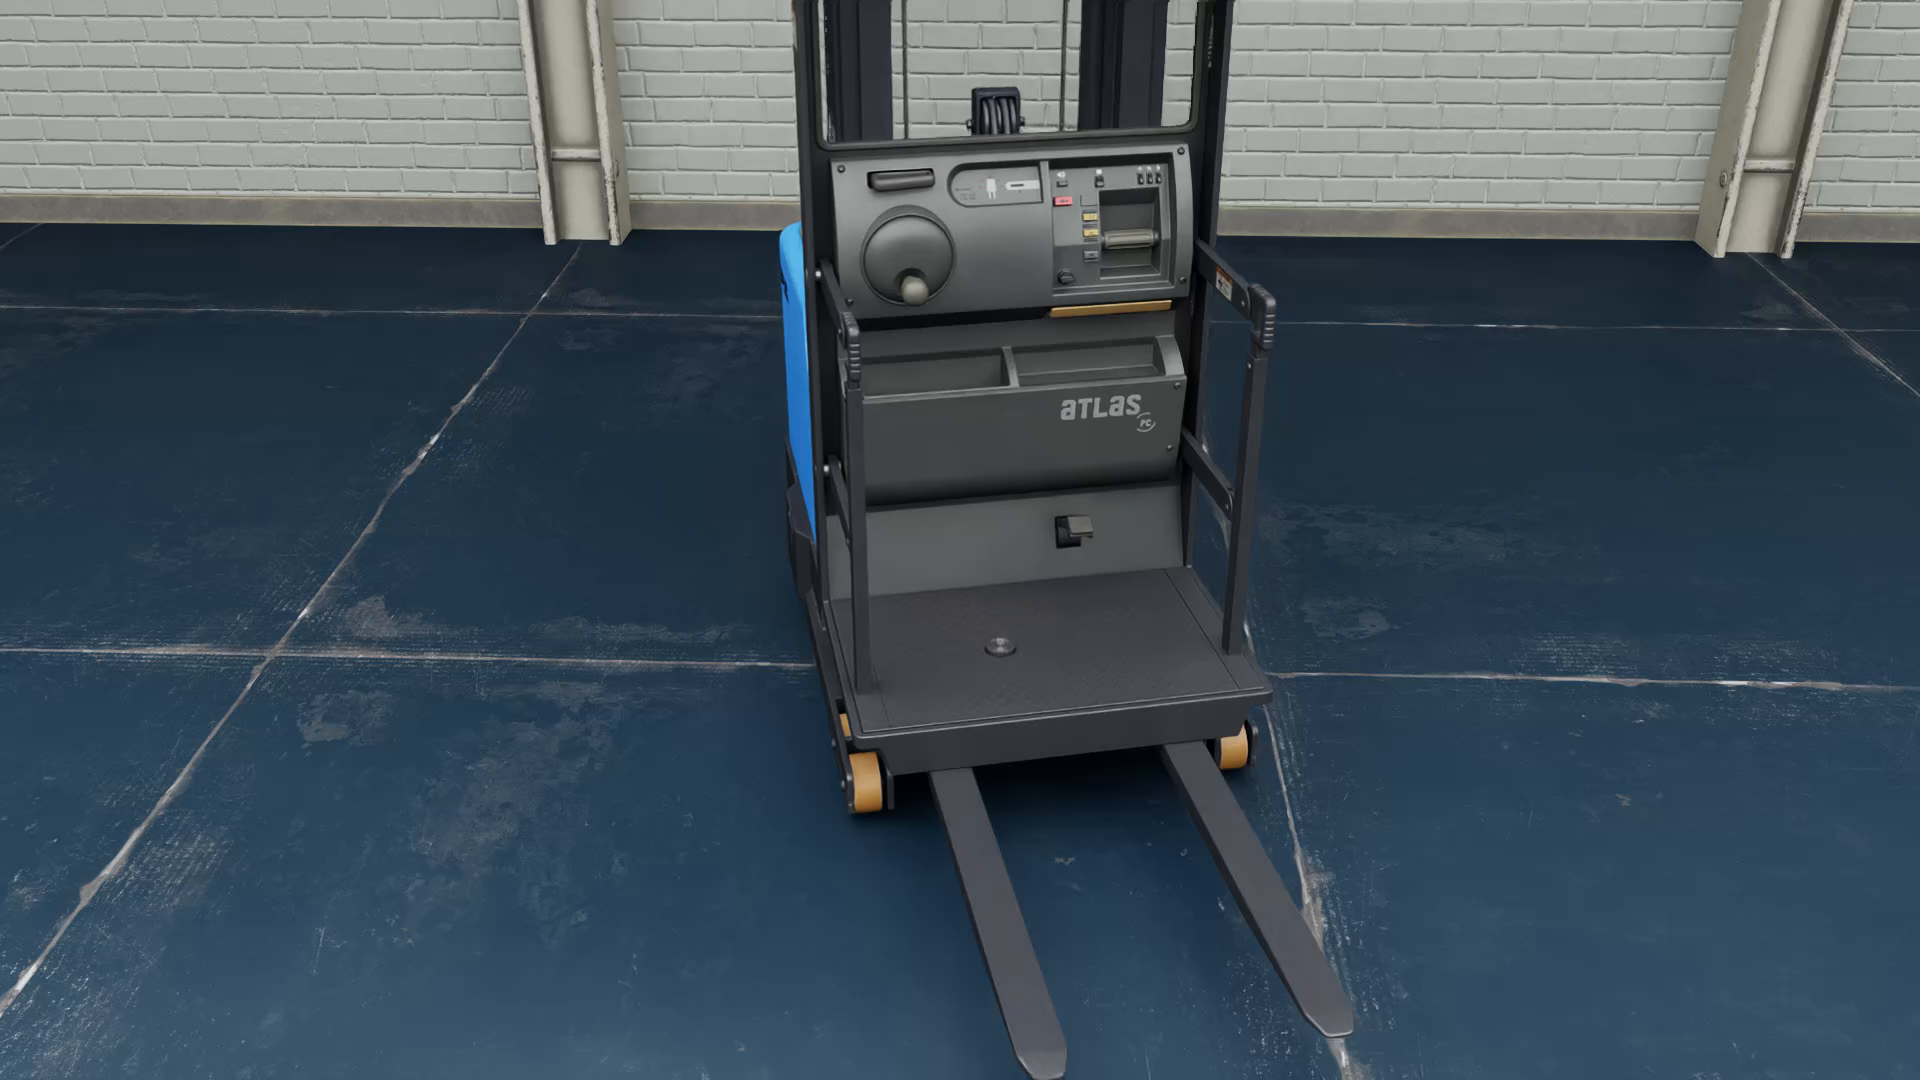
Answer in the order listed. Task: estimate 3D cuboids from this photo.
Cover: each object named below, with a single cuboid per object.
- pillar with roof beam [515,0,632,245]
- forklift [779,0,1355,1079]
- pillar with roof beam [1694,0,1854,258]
[{"bbox_3d":[-2.110,-3.569,2.874,0.400,9.000,9.100,1,28,2],"label":"pillar with roof beam"},{"bbox_3d":[0.184,-0.761,4.055,1.130,2.935,3.031,-5,28,-10],"label":"forklift"},{"bbox_3d":[3.887,-3.469,2.687,0.400,9.000,9.100,1,28,2],"label":"pillar with roof beam"}]
